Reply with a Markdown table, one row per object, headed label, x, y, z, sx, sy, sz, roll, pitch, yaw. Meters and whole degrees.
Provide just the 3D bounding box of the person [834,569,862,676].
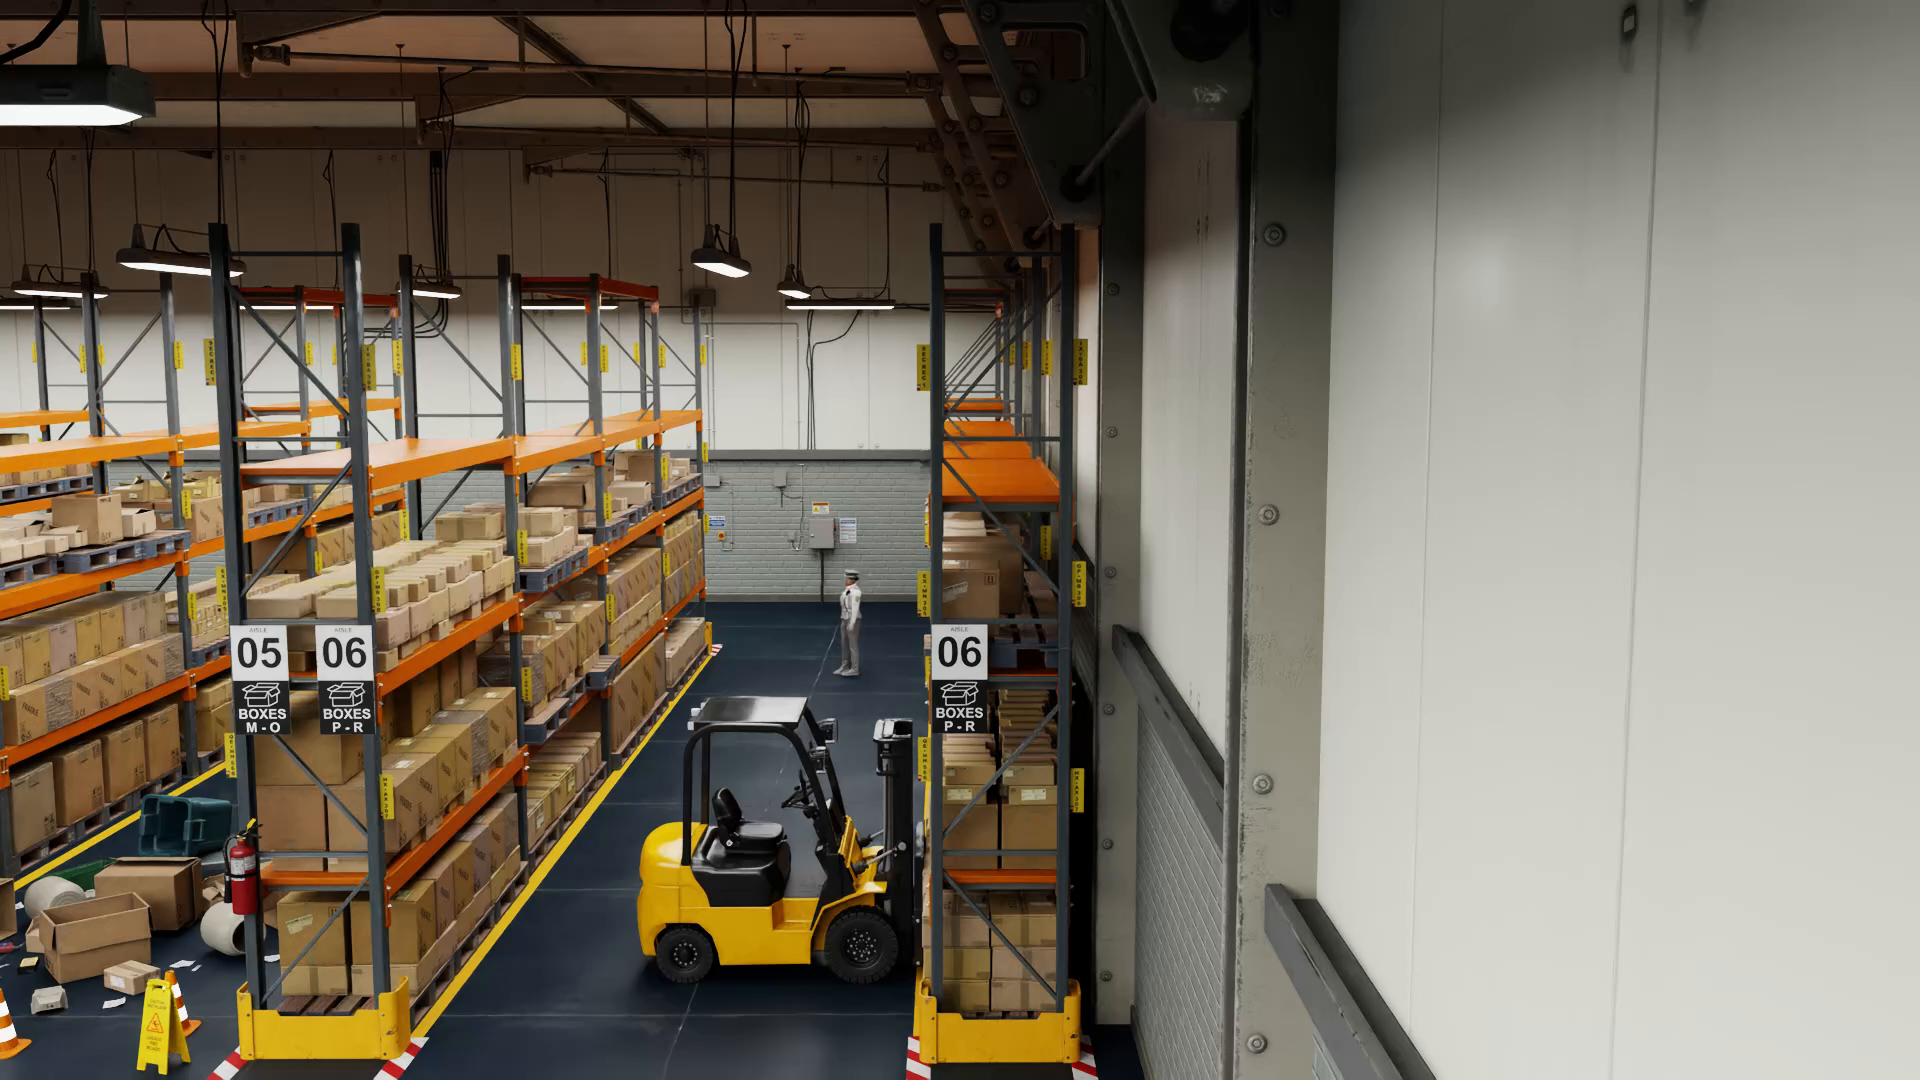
| label | x | y | z | sx | sy | sz | roll | pitch | yaw |
| --- | --- | --- | --- | --- | --- | --- | --- | --- | --- |
| person | -1.753 | 1.302 | 26.173 | 0.385 | 1.684 | 0.528 | -3 | 7 | -25 |
